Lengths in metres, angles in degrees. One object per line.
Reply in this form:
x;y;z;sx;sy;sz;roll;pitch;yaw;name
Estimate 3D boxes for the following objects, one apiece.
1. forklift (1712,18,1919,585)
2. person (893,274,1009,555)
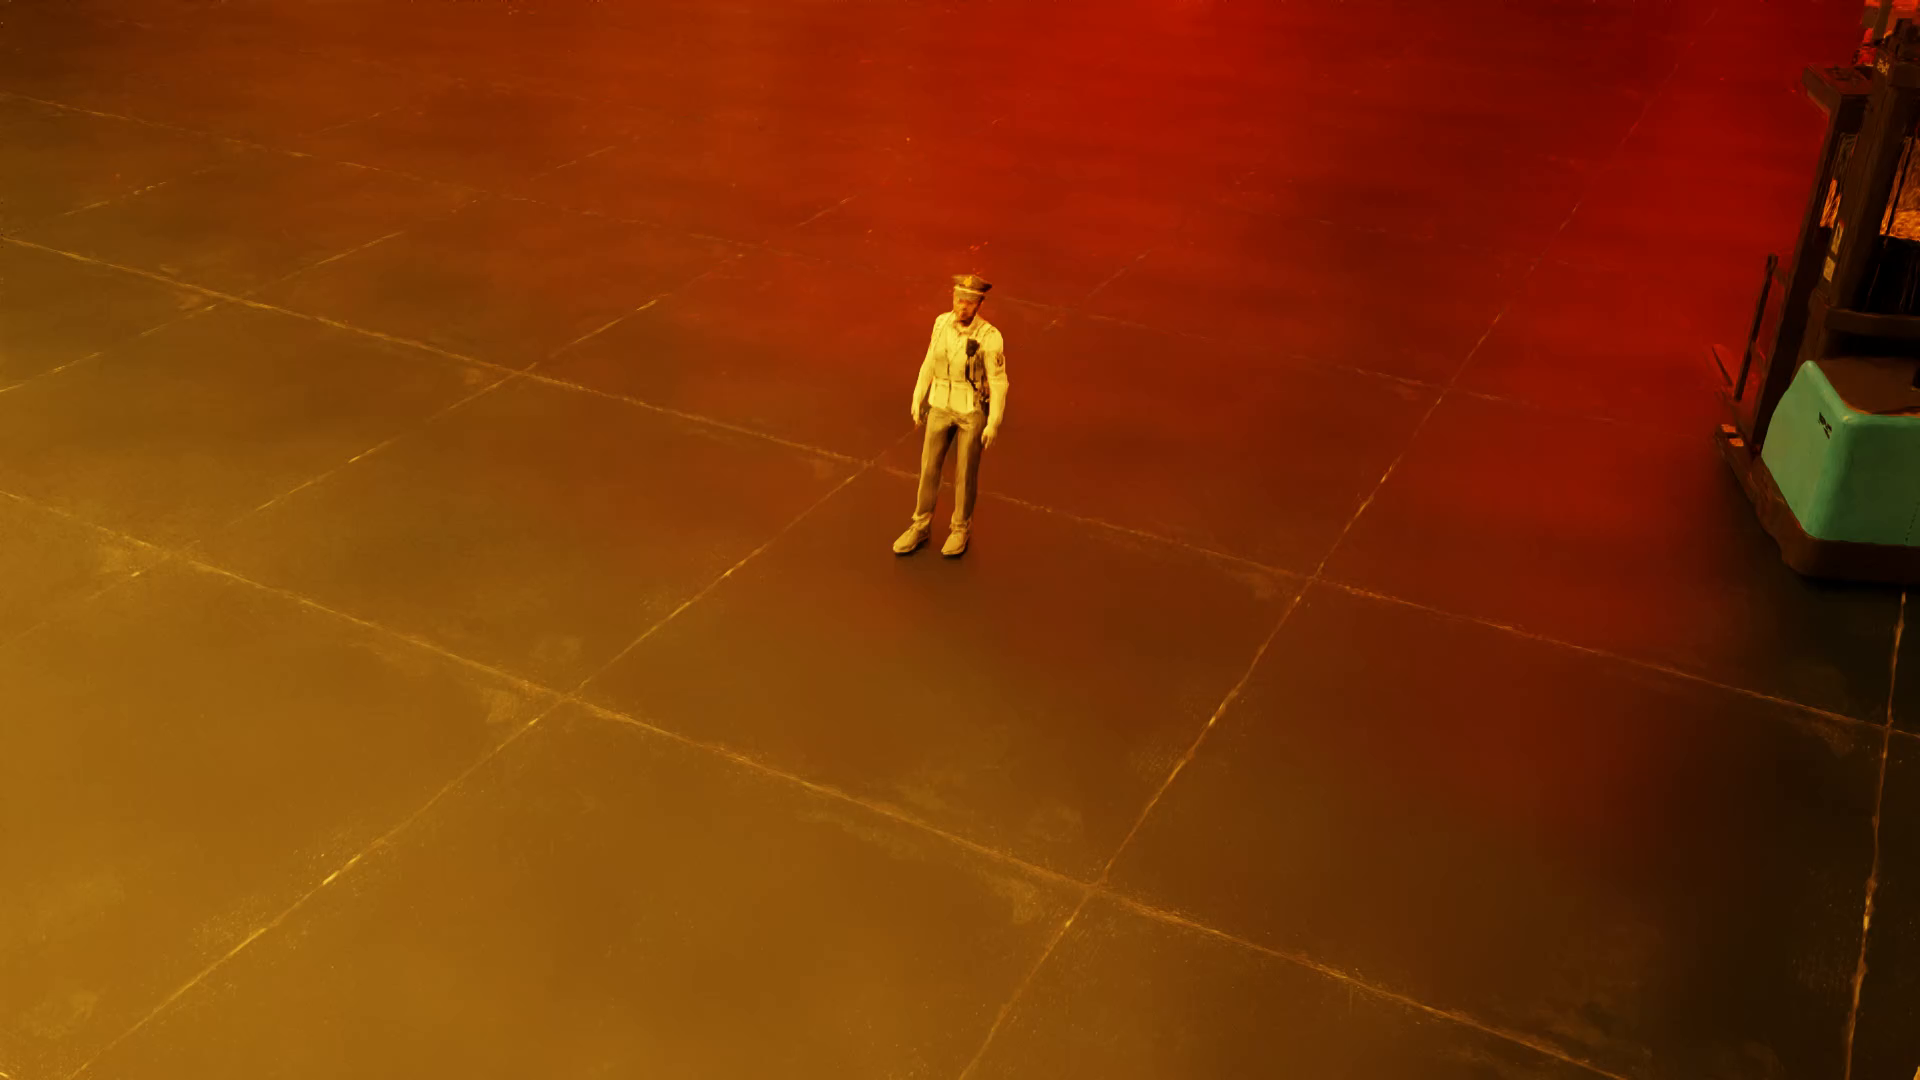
5.529;-1.709;10.031;1.130;2.935;3.031;4;30;8;forklift
-0.039;-0.712;9.527;0.586;1.695;0.532;15;33;25;person
